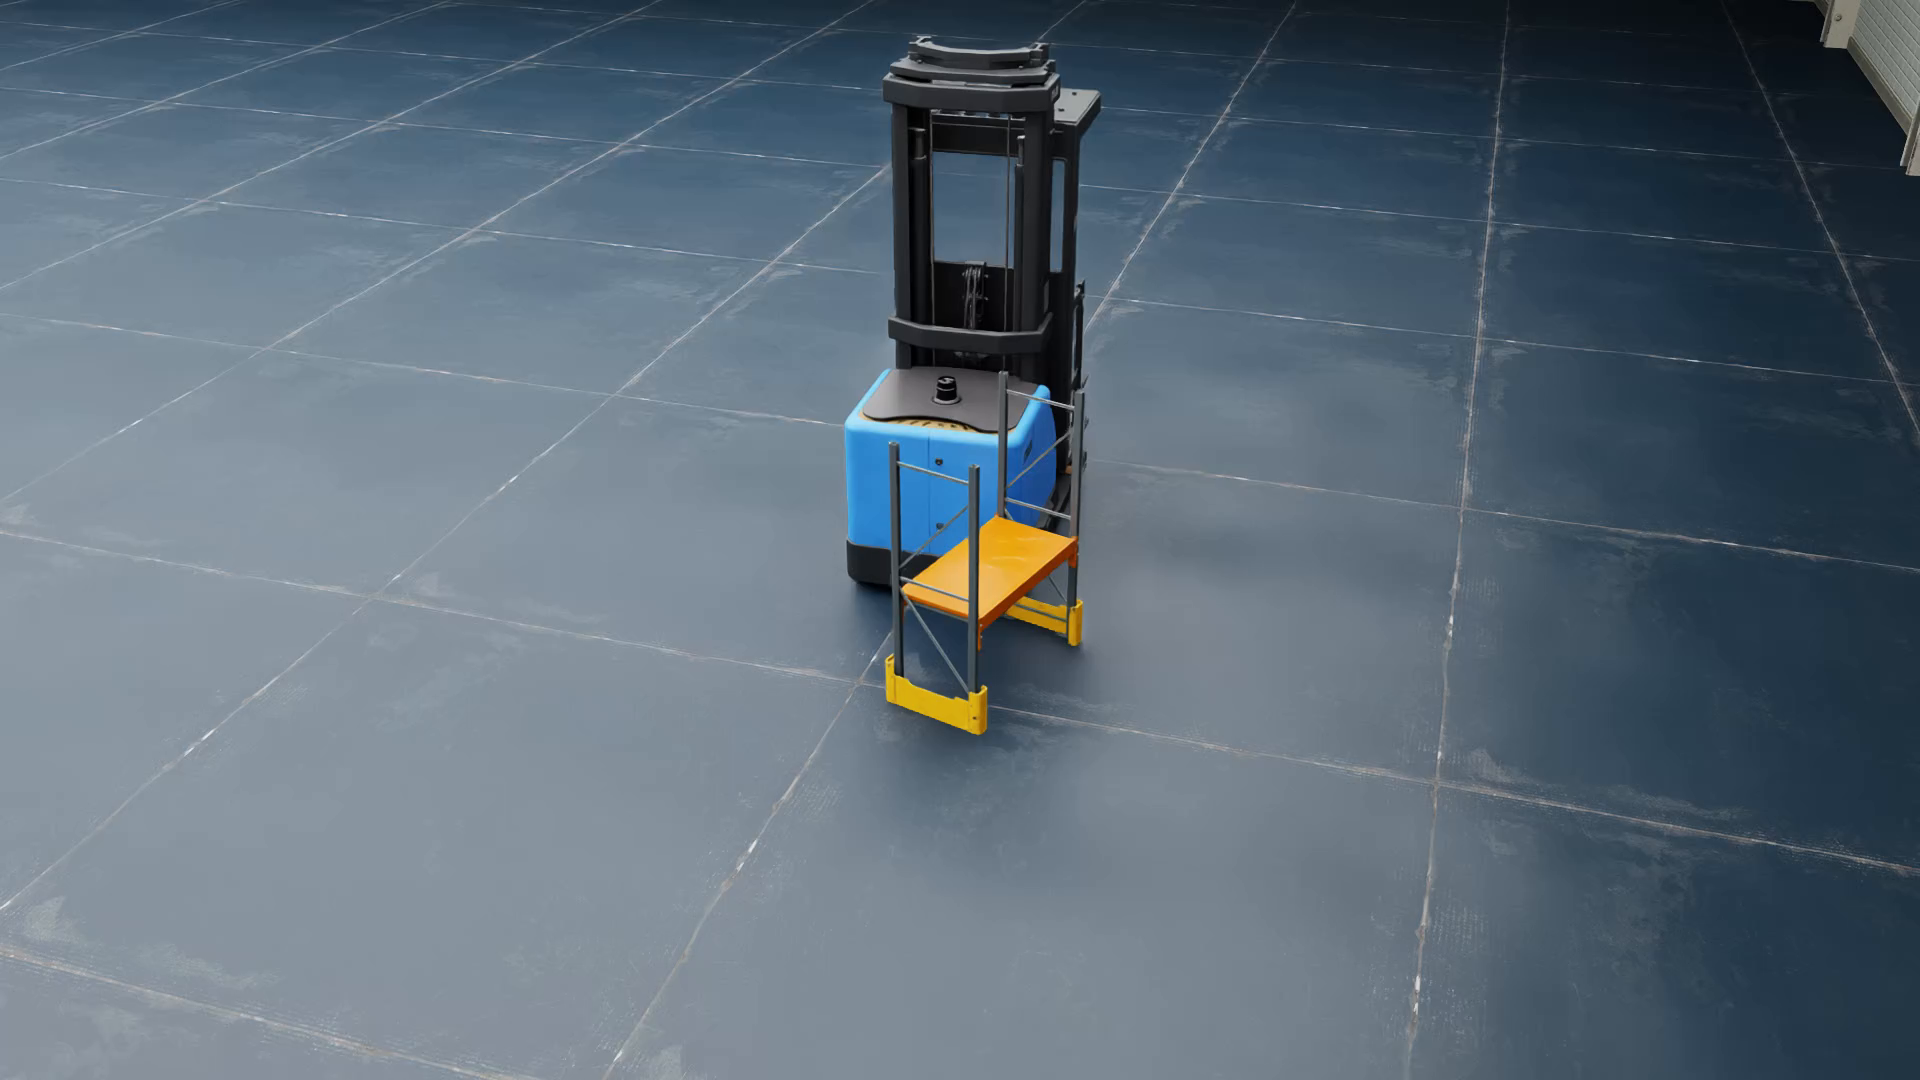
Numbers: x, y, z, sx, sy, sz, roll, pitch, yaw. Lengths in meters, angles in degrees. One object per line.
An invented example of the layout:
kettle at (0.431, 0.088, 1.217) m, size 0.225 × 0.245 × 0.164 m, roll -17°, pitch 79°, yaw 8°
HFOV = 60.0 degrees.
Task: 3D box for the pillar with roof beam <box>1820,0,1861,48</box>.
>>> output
pillar with roof beam at (7.492, -11.123, 20.987) m, size 9.100 × 9.000 × 0.400 m, roll 8°, pitch 30°, yaw 15°

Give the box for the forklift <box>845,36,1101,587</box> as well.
forklift at (0.211, -1.638, 10.179) m, size 1.130 × 2.935 × 3.031 m, roll 7°, pitch 30°, yaw 13°

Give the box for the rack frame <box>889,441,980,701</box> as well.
rack frame at (-0.125, 0.249, 8.259) m, size 0.500 × 1.500 × 0.032 m, roll 17°, pitch 33°, yaw 28°

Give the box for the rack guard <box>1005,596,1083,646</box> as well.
rack guard at (0.412, 0.387, 9.297) m, size 0.587 × 0.250 × 0.087 m, roll 17°, pitch 33°, yaw 28°

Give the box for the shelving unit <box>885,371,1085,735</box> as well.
shelving unit at (0.144, 0.045, 8.627) m, size 0.587 × 1.500 × 1.083 m, roll 17°, pitch 33°, yaw 28°

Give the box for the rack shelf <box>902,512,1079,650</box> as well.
rack shelf at (0.148, 0.198, 8.721) m, size 0.538 × 0.185 × 1.000 m, roll 17°, pitch 33°, yaw 28°

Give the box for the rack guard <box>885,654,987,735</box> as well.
rack guard at (-0.125, 0.795, 8.564) m, size 0.587 × 0.250 × 0.087 m, roll 17°, pitch 33°, yaw 28°

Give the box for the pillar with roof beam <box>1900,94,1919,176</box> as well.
pillar with roof beam at (5.731, -8.334, 15.975) m, size 9.100 × 9.000 × 0.400 m, roll 8°, pitch 30°, yaw 15°

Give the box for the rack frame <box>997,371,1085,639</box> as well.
rack frame at (0.422, -0.167, 9.008) m, size 0.500 × 1.500 × 0.032 m, roll 17°, pitch 33°, yaw 28°
